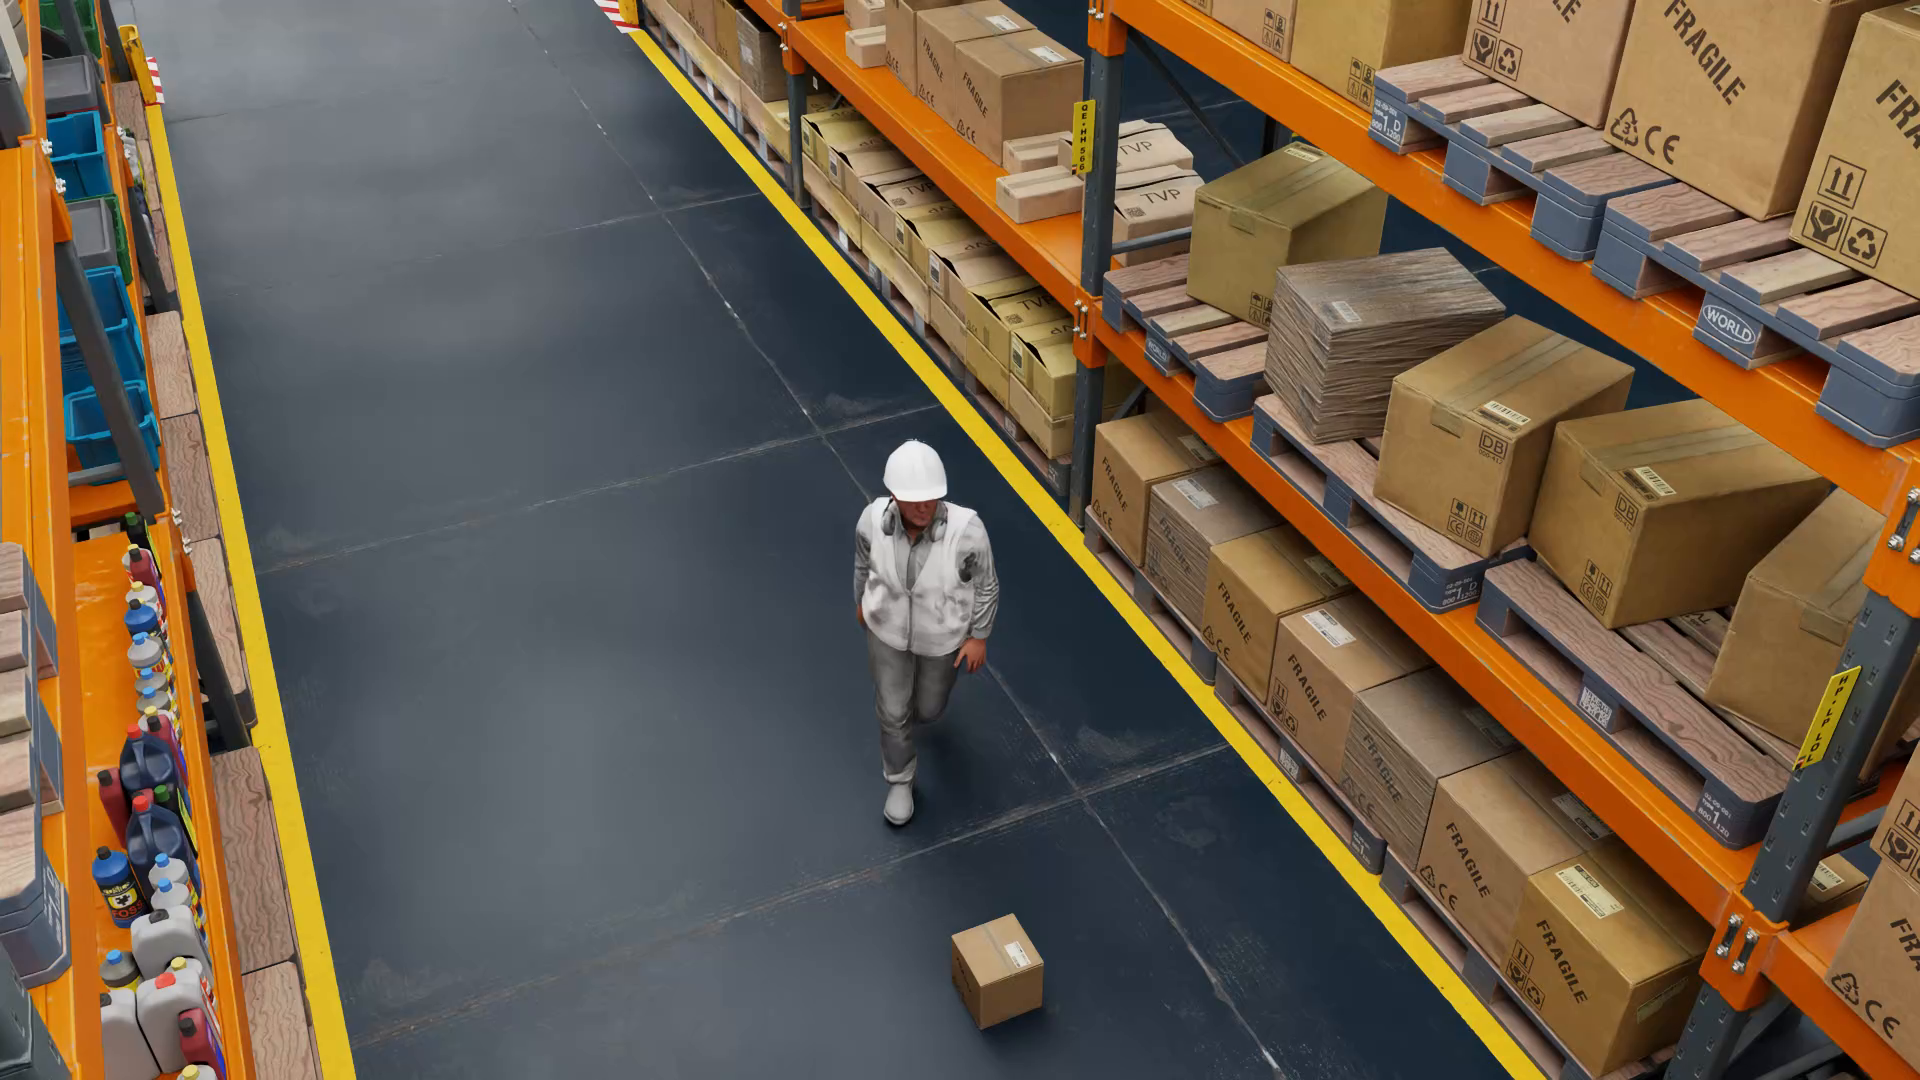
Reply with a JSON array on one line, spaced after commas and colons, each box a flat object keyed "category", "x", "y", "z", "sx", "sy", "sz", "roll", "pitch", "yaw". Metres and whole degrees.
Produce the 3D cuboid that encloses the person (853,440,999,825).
[{"category": "person", "x": -0.124, "y": 0.270, "z": 6.487, "sx": 0.595, "sy": 1.747, "sz": 0.747, "roll": 6, "pitch": 37, "yaw": 8}]
